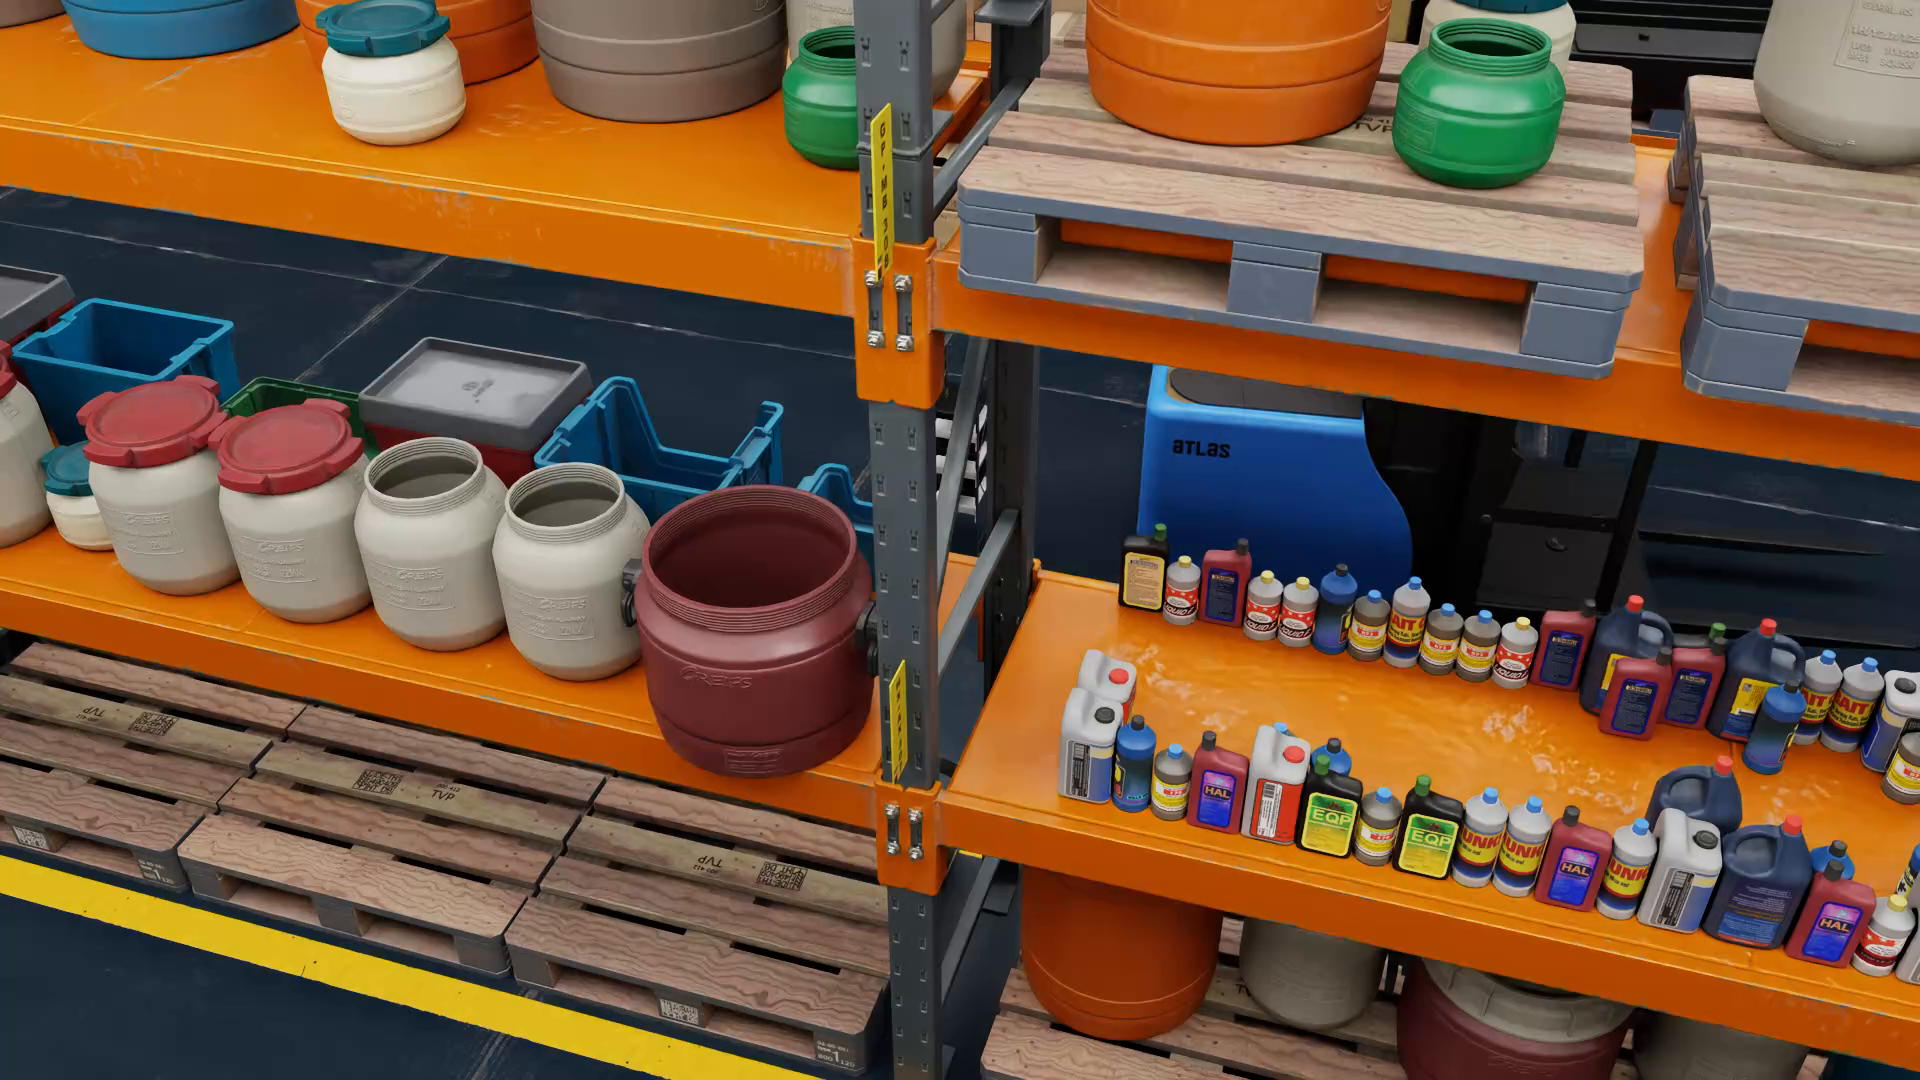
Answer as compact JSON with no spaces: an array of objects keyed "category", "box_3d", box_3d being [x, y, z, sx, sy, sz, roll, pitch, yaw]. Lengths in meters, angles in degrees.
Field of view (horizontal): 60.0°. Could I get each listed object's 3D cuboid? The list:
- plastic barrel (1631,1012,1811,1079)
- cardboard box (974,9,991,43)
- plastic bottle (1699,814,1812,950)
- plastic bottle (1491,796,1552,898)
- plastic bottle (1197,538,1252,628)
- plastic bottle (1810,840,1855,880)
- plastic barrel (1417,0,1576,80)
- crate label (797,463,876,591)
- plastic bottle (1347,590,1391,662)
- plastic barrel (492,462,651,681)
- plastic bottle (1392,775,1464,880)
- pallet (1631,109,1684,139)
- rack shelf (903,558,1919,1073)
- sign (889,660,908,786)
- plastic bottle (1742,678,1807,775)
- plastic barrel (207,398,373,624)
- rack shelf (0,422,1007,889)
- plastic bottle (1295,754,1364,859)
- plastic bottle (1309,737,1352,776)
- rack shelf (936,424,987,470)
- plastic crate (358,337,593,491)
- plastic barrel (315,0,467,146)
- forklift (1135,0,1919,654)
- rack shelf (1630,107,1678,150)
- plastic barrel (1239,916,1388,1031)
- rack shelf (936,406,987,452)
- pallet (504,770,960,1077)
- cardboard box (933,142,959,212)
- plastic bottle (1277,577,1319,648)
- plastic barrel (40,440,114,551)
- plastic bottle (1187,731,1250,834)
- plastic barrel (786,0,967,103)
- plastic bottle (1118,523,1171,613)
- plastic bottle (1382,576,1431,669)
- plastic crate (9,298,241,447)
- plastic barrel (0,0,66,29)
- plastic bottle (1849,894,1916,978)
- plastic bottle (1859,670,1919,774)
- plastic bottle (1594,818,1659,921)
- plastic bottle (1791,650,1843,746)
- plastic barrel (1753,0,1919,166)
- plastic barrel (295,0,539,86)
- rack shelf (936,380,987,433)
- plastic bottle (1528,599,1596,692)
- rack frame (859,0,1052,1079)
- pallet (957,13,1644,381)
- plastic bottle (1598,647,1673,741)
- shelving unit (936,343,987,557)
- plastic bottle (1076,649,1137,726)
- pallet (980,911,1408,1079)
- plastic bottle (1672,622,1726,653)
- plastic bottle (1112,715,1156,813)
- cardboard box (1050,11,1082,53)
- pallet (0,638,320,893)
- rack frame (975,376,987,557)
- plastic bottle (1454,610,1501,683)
[{"category":"plastic barrel","box_3d":[2.126,1.352,4.627,0.421,0.512,0.421,0,36,0]},{"category":"cardboard box","box_3d":[0.257,-2.700,8.600,0.250,0.149,0.380,13,38,17]},{"category":"plastic bottle","box_3d":[1.802,0.749,3.744,0.185,0.351,0.144,10,38,14]},{"category":"plastic bottle","box_3d":[1.312,0.704,3.871,0.097,0.271,0.097,0,36,0]},{"category":"plastic bottle","box_3d":[0.744,0.112,4.666,0.133,0.283,0.061,10,38,14]},{"category":"plastic bottle","box_3d":[1.948,0.784,3.762,0.097,0.271,0.097,0,36,0]},{"category":"plastic barrel","box_3d":[1.078,-1.021,3.339,0.301,0.262,0.301,0,36,0]},{"category":"crate label","box_3d":[-0.280,-0.025,4.895,0.416,0.233,0.303,10,38,14]},{"category":"plastic bottle","box_3d":[1.128,0.227,4.578,0.097,0.201,0.097,0,36,0]},{"category":"plastic barrel","box_3d":[-1.035,0.088,4.506,0.421,0.512,0.421,0,36,0]},{"category":"plastic bottle","box_3d":[1.104,0.672,3.904,0.133,0.283,0.061,10,38,14]},{"category":"pallet","box_3d":[3.349,-2.190,7.856,1.213,0.211,1.003,10,38,14]},{"category":"rack shelf","box_3d":[1.920,0.837,4.189,4.000,0.370,1.077,10,38,14]},{"category":"sign","box_3d":[-0.147,0.441,3.983,0.005,0.325,0.100,10,38,14]},{"category":"plastic bottle","box_3d":[2.064,0.462,4.201,0.097,0.271,0.097,0,36,0]},{"category":"plastic barrel","box_3d":[-1.846,-0.069,4.698,0.433,0.535,0.433,0,36,0]},{"category":"rack shelf","box_3d":[-1.898,0.130,5.150,4.000,0.370,1.077,10,38,14]},{"category":"plastic bottle","box_3d":[0.883,0.632,3.960,0.133,0.283,0.061,10,38,14]},{"category":"plastic bottle","box_3d":[0.890,0.588,4.029,0.097,0.271,0.097,0,36,0]},{"category":"rack shelf","box_3d":[0.008,-0.407,6.948,0.200,0.077,0.258,10,38,14]},{"category":"plastic crate","box_3d":[-1.440,-0.291,5.060,0.583,0.464,0.402,10,38,14]},{"category":"plastic barrel","box_3d":[-1.273,-1.051,3.734,0.301,0.262,0.301,0,36,0]},{"category":"forklift","box_3d":[2.248,-0.944,6.060,3.031,2.935,1.130,6,37,8]},{"category":"rack shelf","box_3d":[3.400,-1.965,7.996,4.000,0.370,1.077,10,38,14]},{"category":"plastic barrel","box_3d":[1.048,1.153,4.898,0.421,0.512,0.421,0,36,0]},{"category":"rack shelf","box_3d":[0.008,-0.479,6.894,0.200,0.077,0.258,10,38,14]},{"category":"pallet","box_3d":[-0.717,1.158,5.499,1.213,0.211,1.003,10,38,14]},{"category":"cardboard box","box_3d":[-0.061,-2.028,8.967,0.500,0.311,0.500,10,38,14]},{"category":"plastic bottle","box_3d":[0.942,0.193,4.625,0.097,0.201,0.097,0,36,0]},{"category":"plastic barrel","box_3d":[-2.590,-0.137,5.022,0.301,0.262,0.301,0,36,0]},{"category":"plastic bottle","box_3d":[0.628,0.584,4.024,0.133,0.283,0.061,10,38,14]},{"category":"plastic barrel","box_3d":[-0.194,-1.287,3.844,0.421,0.512,0.421,0,36,0]},{"category":"plastic bottle","box_3d":[0.524,0.071,4.721,0.133,0.283,0.061,10,38,14]},{"category":"plastic bottle","box_3d":[1.221,0.216,4.534,0.097,0.271,0.097,0,36,0]},{"category":"plastic crate","box_3d":[-2.662,-0.488,5.396,0.575,0.384,0.392,10,38,14]},{"category":"plastic barrel","box_3d":[-2.633,-1.840,4.267,0.600,0.901,0.600,0,36,0]},{"category":"plastic bottle","box_3d":[2.057,0.871,3.704,0.097,0.201,0.097,0,36,0]},{"category":"plastic bottle","box_3d":[2.395,0.449,4.214,0.135,0.276,0.152,10,38,14]},{"category":"plastic bottle","box_3d":[1.532,0.745,3.816,0.097,0.271,0.097,0,36,0]},{"category":"plastic bottle","box_3d":[2.200,0.398,4.288,0.097,0.271,0.097,0,36,0]},{"category":"plastic barrel","box_3d":[1.748,-1.010,3.092,0.433,0.535,0.433,0,36,0]},{"category":"plastic barrel","box_3d":[-1.333,-1.571,3.961,0.708,0.830,0.600,10,38,14]},{"category":"rack shelf","box_3d":[0.008,-0.552,6.841,0.200,0.077,0.258,10,38,14]},{"category":"plastic bottle","box_3d":[1.615,0.273,4.447,0.133,0.283,0.061,10,38,14]},{"category":"rack frame","box_3d":[0.011,0.194,4.456,0.127,3.000,1.000,10,38,14]},{"category":"pallet","box_3d":[0.712,-0.748,3.364,1.213,0.211,1.003,10,38,14]},{"category":"plastic bottle","box_3d":[1.749,0.387,4.292,0.133,0.283,0.061,10,38,14]},{"category":"shelving unit","box_3d":[0.008,-0.361,6.981,0.210,0.900,0.258,10,38,14]},{"category":"plastic bottle","box_3d":[0.373,0.417,4.257,0.135,0.276,0.152,10,38,14]},{"category":"pallet","box_3d":[0.776,1.433,5.125,1.213,0.211,1.003,10,38,14]},{"category":"plastic bottle","box_3d":[1.919,0.329,4.371,0.133,0.283,0.061,10,38,14]},{"category":"plastic bottle","box_3d":[0.430,0.541,4.093,0.097,0.271,0.097,0,36,0]},{"category":"cardboard box","box_3d":[0.551,-2.510,8.341,0.250,0.149,0.380,10,38,14]},{"category":"pallet","box_3d":[-3.046,0.727,6.084,1.213,0.211,1.003,10,38,14]},{"category":"rack frame","box_3d":[0.105,-0.343,6.957,0.006,0.900,0.240,10,38,14]},{"category":"plastic bottle","box_3d":[1.407,0.279,4.508,0.097,0.201,0.097,0,36,0]}]
